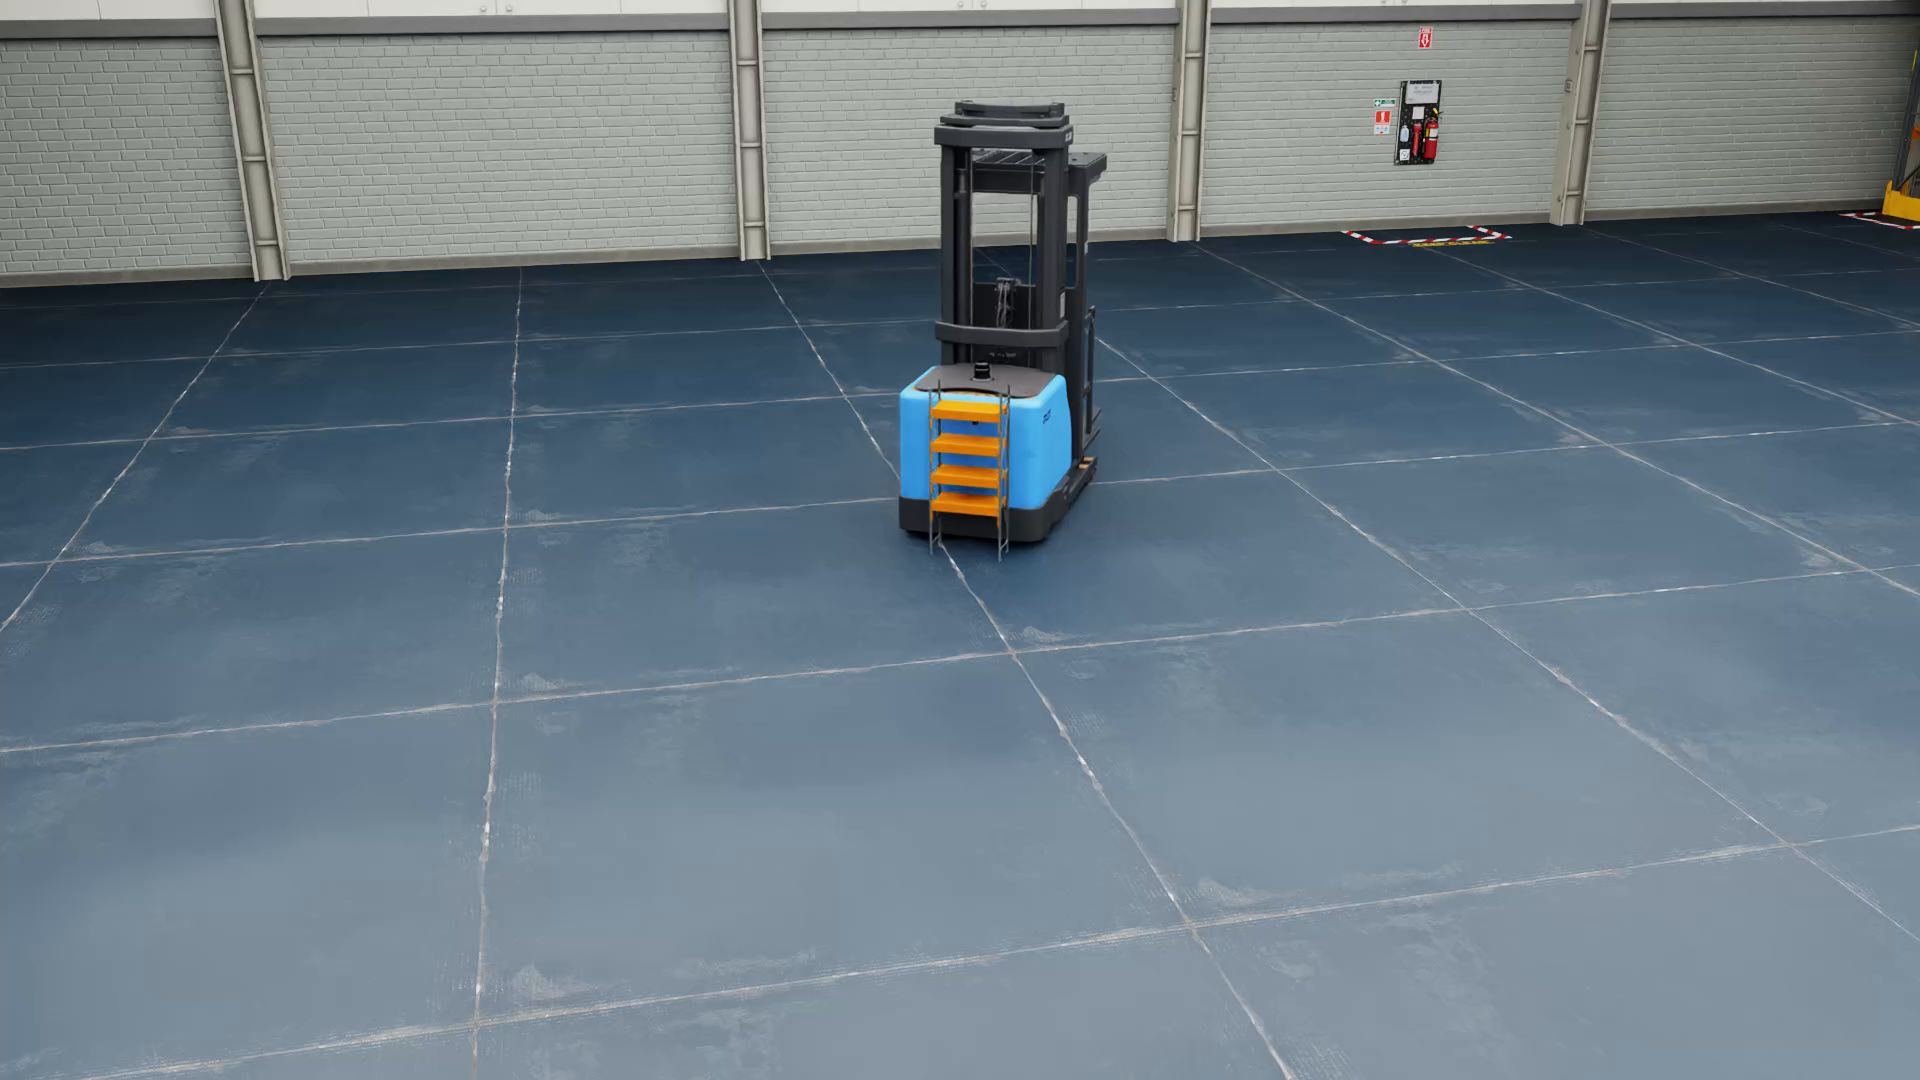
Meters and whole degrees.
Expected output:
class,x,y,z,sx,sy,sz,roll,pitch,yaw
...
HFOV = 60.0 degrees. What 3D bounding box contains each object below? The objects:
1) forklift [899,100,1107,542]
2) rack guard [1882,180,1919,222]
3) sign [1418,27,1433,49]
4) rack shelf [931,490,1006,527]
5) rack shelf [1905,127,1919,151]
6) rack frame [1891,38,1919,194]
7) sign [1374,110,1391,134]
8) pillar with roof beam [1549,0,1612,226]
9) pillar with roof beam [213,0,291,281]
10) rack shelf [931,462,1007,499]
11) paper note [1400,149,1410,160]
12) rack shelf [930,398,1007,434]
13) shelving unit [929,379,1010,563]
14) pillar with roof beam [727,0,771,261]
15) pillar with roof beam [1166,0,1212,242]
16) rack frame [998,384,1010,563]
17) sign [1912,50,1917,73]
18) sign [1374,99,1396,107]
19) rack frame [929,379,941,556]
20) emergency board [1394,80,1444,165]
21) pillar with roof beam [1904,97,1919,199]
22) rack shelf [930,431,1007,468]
class,x,y,z,sx,sy,sz,roll,pitch,yaw
forklift,0.463,-1.836,12.566,1.130,2.935,3.031,6,21,15
rack guard,14.391,-5.056,24.889,0.348,0.500,1.175,-5,21,-12
sign,6.515,-7.032,23.279,0.199,0.298,0.001,-5,21,-12
rack shelf,0.065,-0.219,11.442,0.480,0.148,0.258,5,21,15
rack shelf,16.263,-6.044,24.999,4.000,0.370,1.077,-5,21,-12
rack frame,14.317,-6.223,24.443,0.127,3.000,1.000,-5,21,-12
sign,5.984,-5.918,23.557,0.234,0.329,0.001,-5,21,-12
pillar with roof beam,9.950,-7.469,19.122,0.400,9.000,9.100,-5,21,-12
pillar with roof beam,-7.567,-6.045,15.233,0.400,9.000,9.100,-5,21,-12
rack shelf,0.065,-0.406,11.374,0.480,0.148,0.258,5,21,15
paper note,6.358,-5.506,23.765,0.142,0.148,0.016,-5,21,-12
rack shelf,0.065,-0.838,11.215,0.480,0.148,0.258,5,21,15
shelving unit,0.065,-0.469,11.350,0.503,1.200,0.258,5,21,15
pillar with roof beam,-1.728,-6.520,16.529,0.400,9.000,9.100,-5,21,-12
pillar with roof beam,4.111,-6.994,17.826,0.400,9.000,9.100,-5,21,-12
rack frame,0.300,-0.446,11.289,0.015,1.200,0.240,5,21,15
sign,14.208,-7.103,24.701,0.005,0.325,0.100,-5,21,-12
sign,5.991,-6.164,23.459,0.331,0.109,0.001,-5,21,-12
rack frame,-0.171,-0.491,11.412,0.015,1.200,0.240,5,21,15
emergency board,6.546,-5.911,23.589,0.643,1.169,0.194,-5,21,-12
pillar with roof beam,15.789,-7.944,20.419,0.400,9.000,9.100,-5,21,-12
rack shelf,0.065,-0.616,11.297,0.480,0.148,0.258,5,21,15
